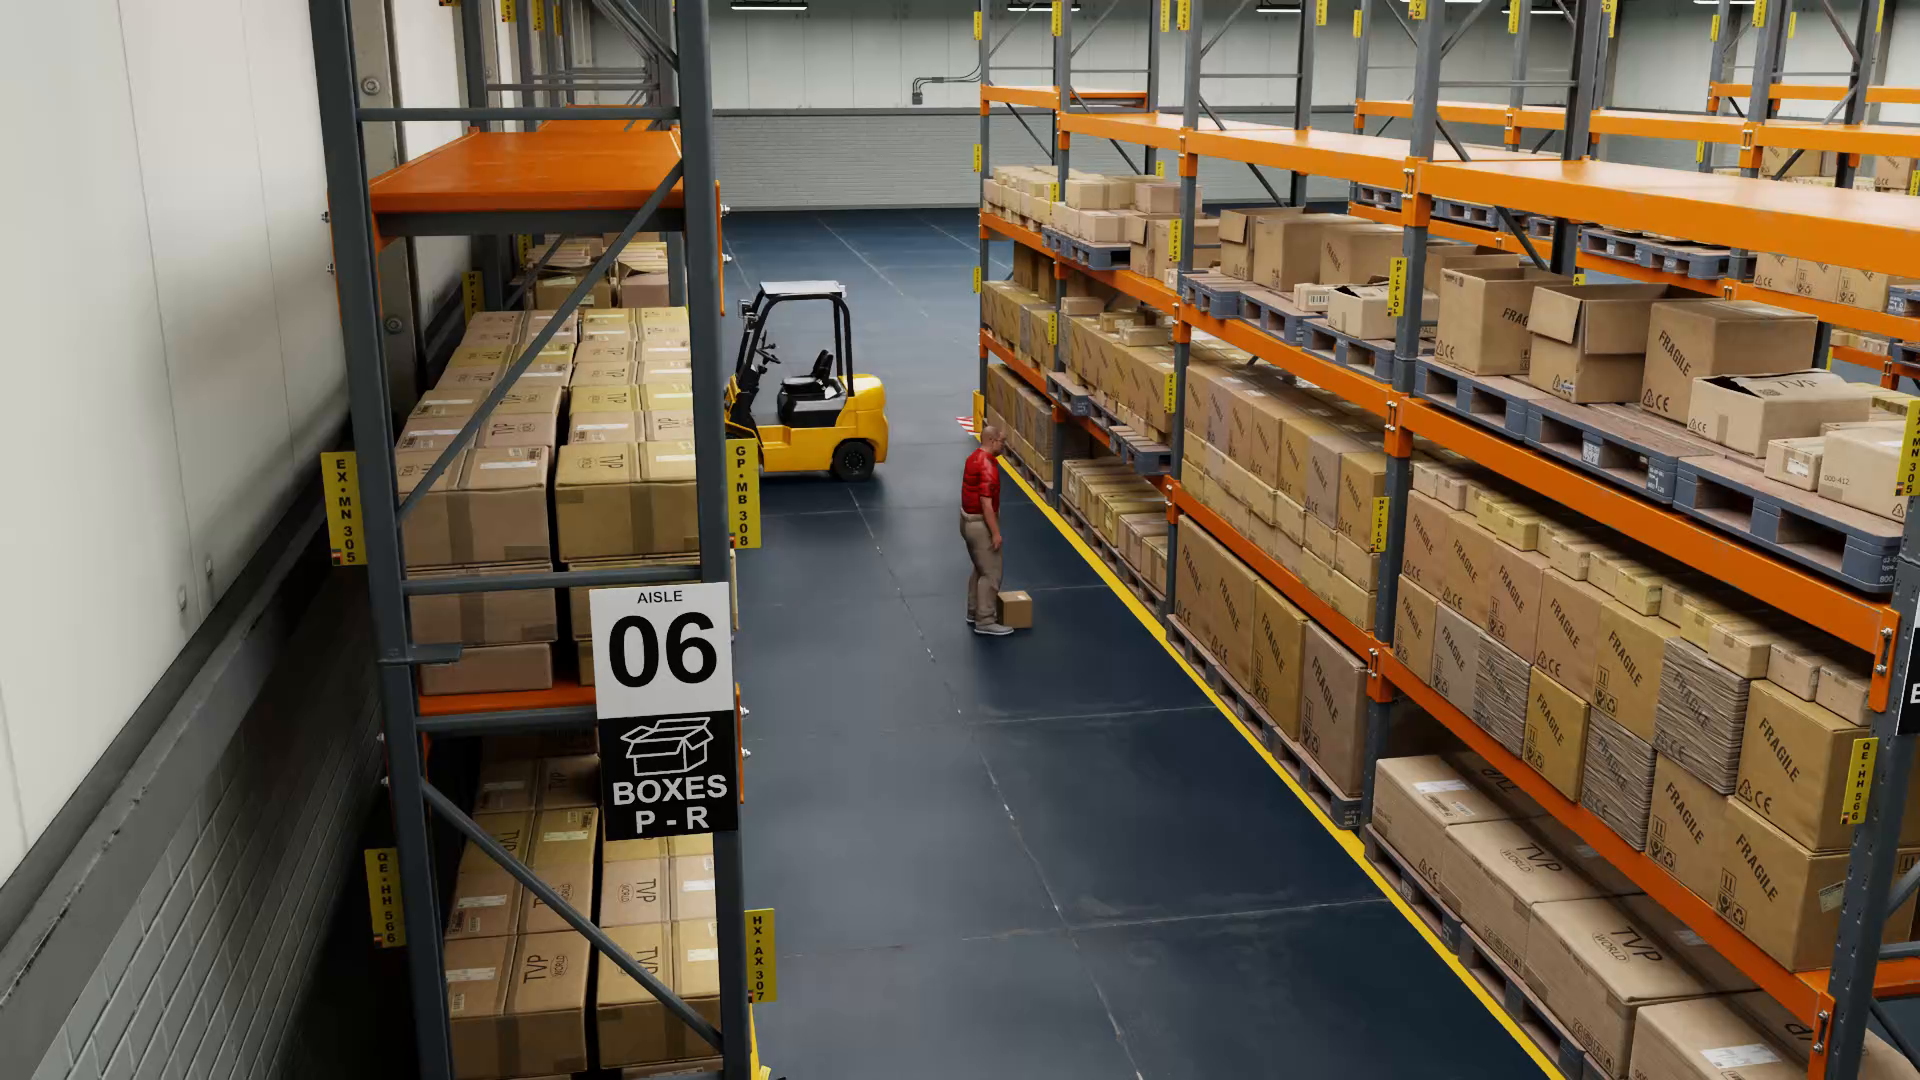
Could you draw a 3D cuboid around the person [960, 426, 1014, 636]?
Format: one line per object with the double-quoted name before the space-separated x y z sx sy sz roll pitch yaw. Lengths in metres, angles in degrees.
"person" 0.210 -0.098 13.897 0.393 1.726 0.599 -4 17 -14
